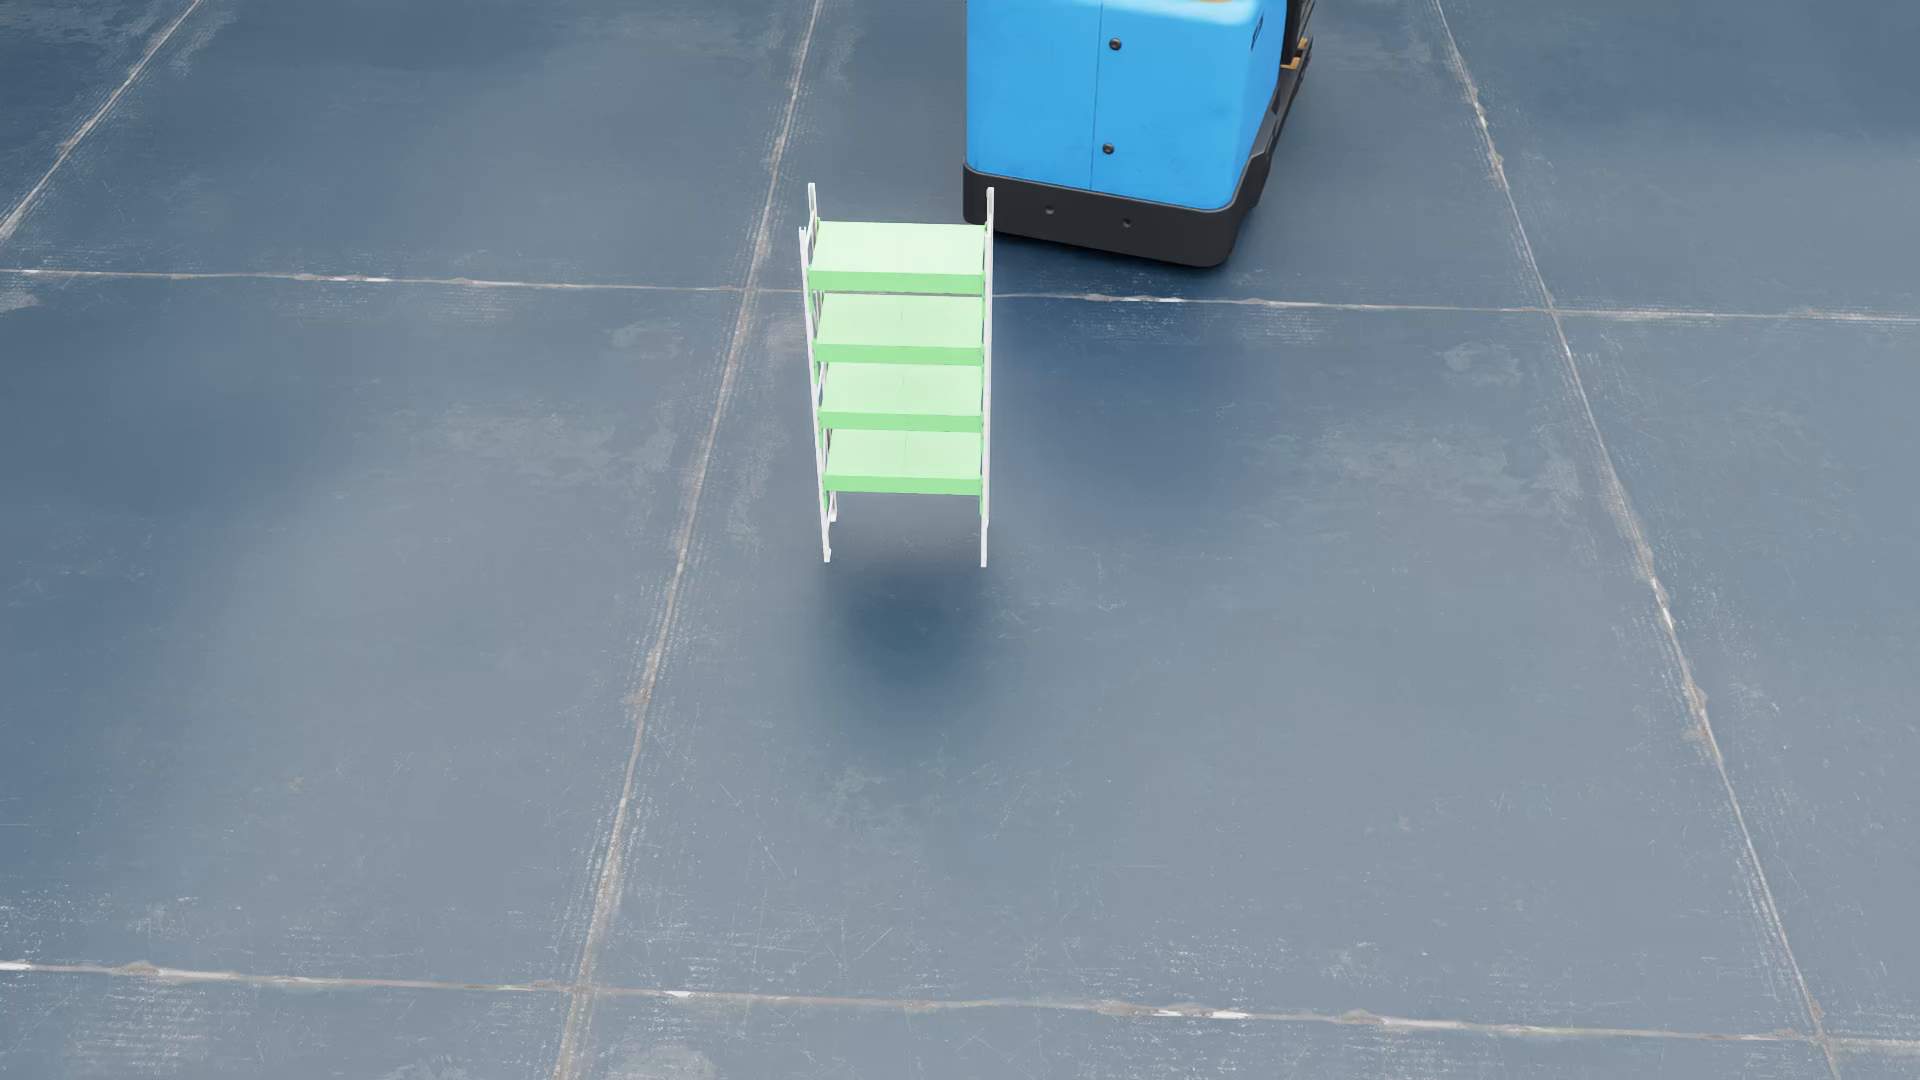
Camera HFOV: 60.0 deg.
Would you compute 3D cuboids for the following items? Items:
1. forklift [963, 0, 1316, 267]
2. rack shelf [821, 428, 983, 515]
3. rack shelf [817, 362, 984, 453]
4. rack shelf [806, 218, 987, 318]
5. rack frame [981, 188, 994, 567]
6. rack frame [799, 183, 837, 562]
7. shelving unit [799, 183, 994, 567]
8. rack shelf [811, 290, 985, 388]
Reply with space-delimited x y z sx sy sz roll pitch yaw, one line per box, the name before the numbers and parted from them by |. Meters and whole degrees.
forklift | 0.951 -3.117 6.446 1.130 2.935 3.031 13 44 13
rack shelf | -0.165 -0.222 5.054 0.480 0.148 0.258 2 43 2
rack shelf | -0.165 -0.397 4.890 0.480 0.148 0.258 2 43 2
rack shelf | -0.165 -0.749 4.563 0.480 0.148 0.258 2 43 2
rack frame | 0.078 -0.437 4.838 0.015 1.200 0.240 2 43 2
rack frame | -0.409 -0.452 4.855 0.015 1.200 0.240 2 43 2
shelving unit | -0.165 -0.444 4.846 0.503 1.200 0.258 2 43 2
rack shelf | -0.165 -0.573 4.726 0.480 0.148 0.258 2 43 2
